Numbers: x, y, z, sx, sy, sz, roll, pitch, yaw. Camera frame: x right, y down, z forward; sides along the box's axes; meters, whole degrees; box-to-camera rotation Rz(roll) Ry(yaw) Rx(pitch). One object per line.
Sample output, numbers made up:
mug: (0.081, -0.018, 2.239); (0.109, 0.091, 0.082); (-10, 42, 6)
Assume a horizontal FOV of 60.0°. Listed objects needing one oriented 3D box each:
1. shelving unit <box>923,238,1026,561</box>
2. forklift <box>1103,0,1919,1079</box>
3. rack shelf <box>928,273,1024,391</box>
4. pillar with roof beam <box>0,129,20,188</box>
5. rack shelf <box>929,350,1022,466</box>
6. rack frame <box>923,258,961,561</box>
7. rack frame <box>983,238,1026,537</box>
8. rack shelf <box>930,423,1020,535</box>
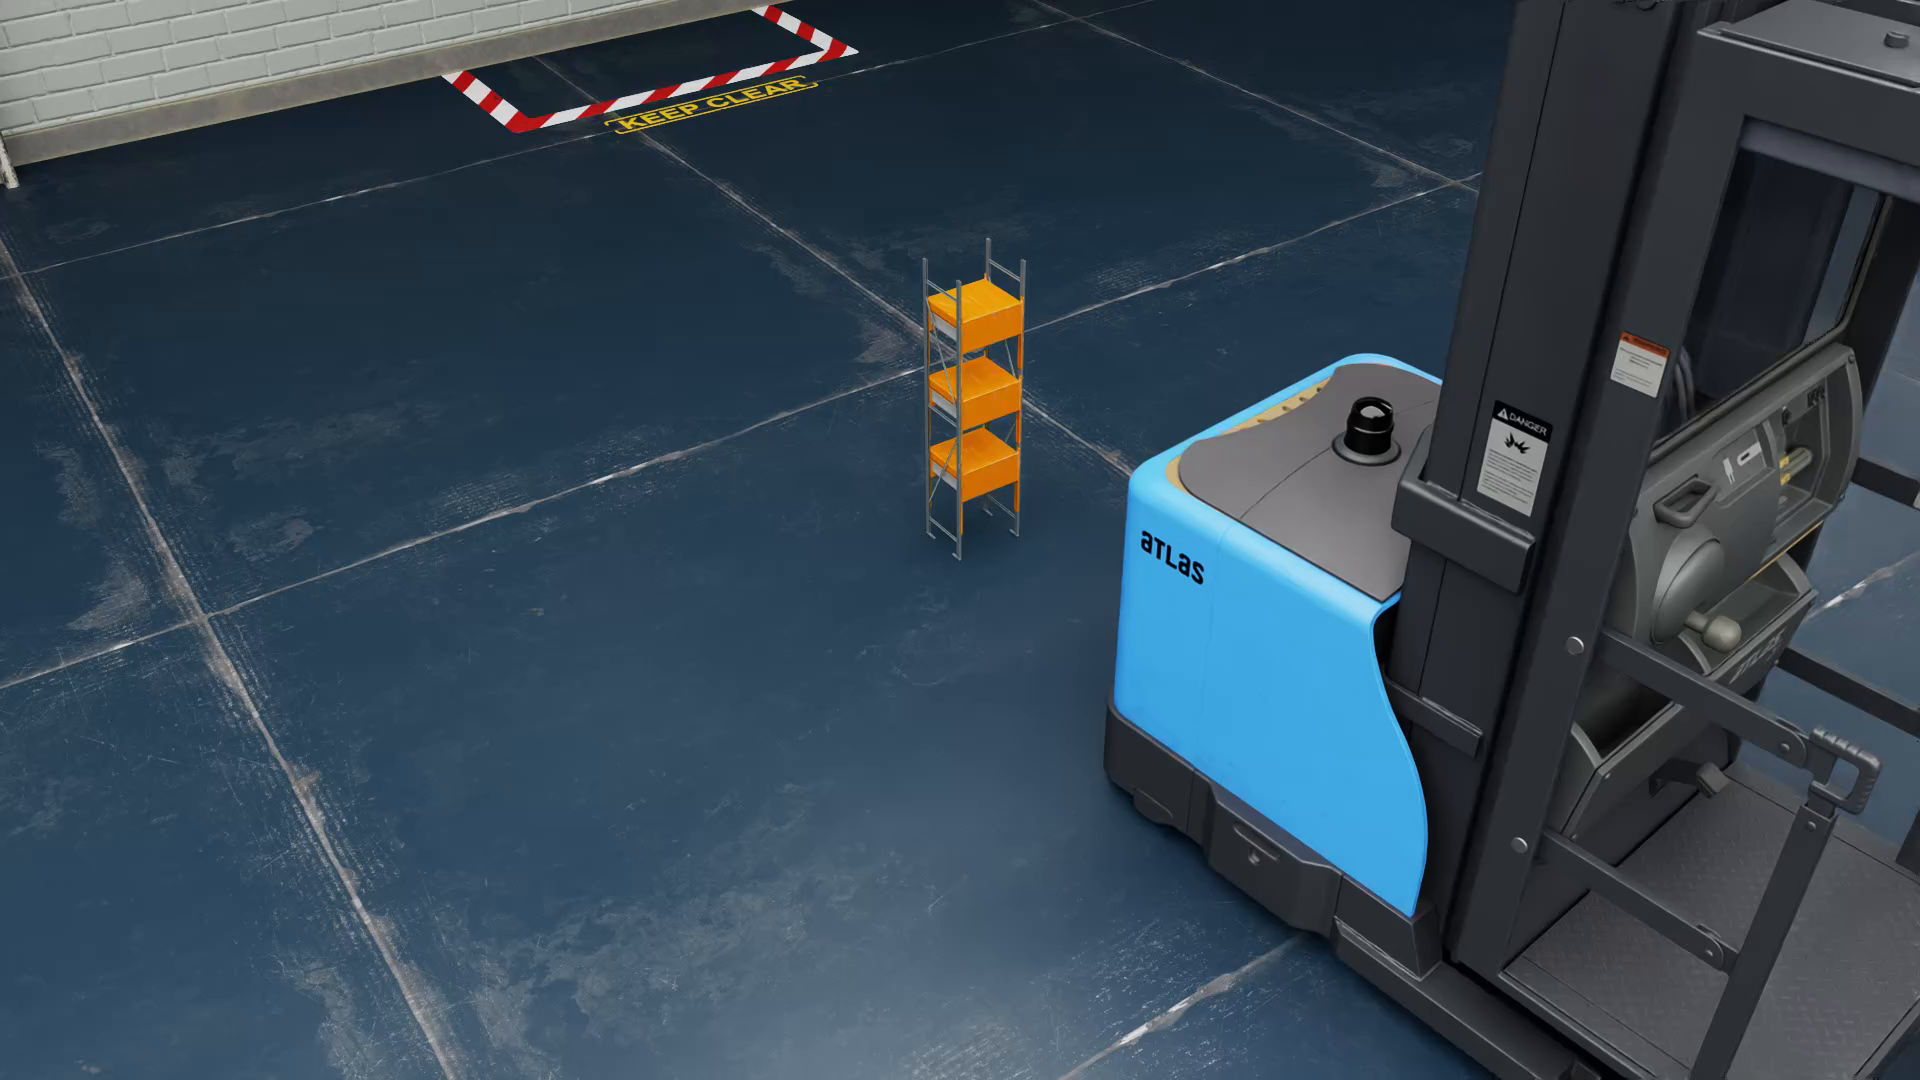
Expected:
shelving unit: (0.044, -0.444, 5.468); (0.252, 1.050, 0.215); (-22, 41, -28)
forklift: (1.756, -0.033, 3.286); (1.130, 2.935, 3.031); (-27, 44, -32)
rack shelf: (0.044, -0.666, 5.309); (0.240, 0.259, 0.215); (-22, 41, -28)
pillar with roof beam: (-2.387, -3.344, 2.692); (0.400, 9.000, 9.100); (-22, 41, -28)
rack shelf: (0.044, -0.436, 5.475); (0.240, 0.259, 0.215); (-22, 41, -28)
rack frame: (-0.056, -0.403, 5.411); (0.008, 1.050, 0.200); (-22, 41, -28)
rack frame: (0.143, -0.485, 5.526); (0.008, 1.050, 0.200); (-22, 41, -28)
rack shelf: (0.044, -0.210, 5.637); (0.240, 0.259, 0.215); (-22, 41, -28)
